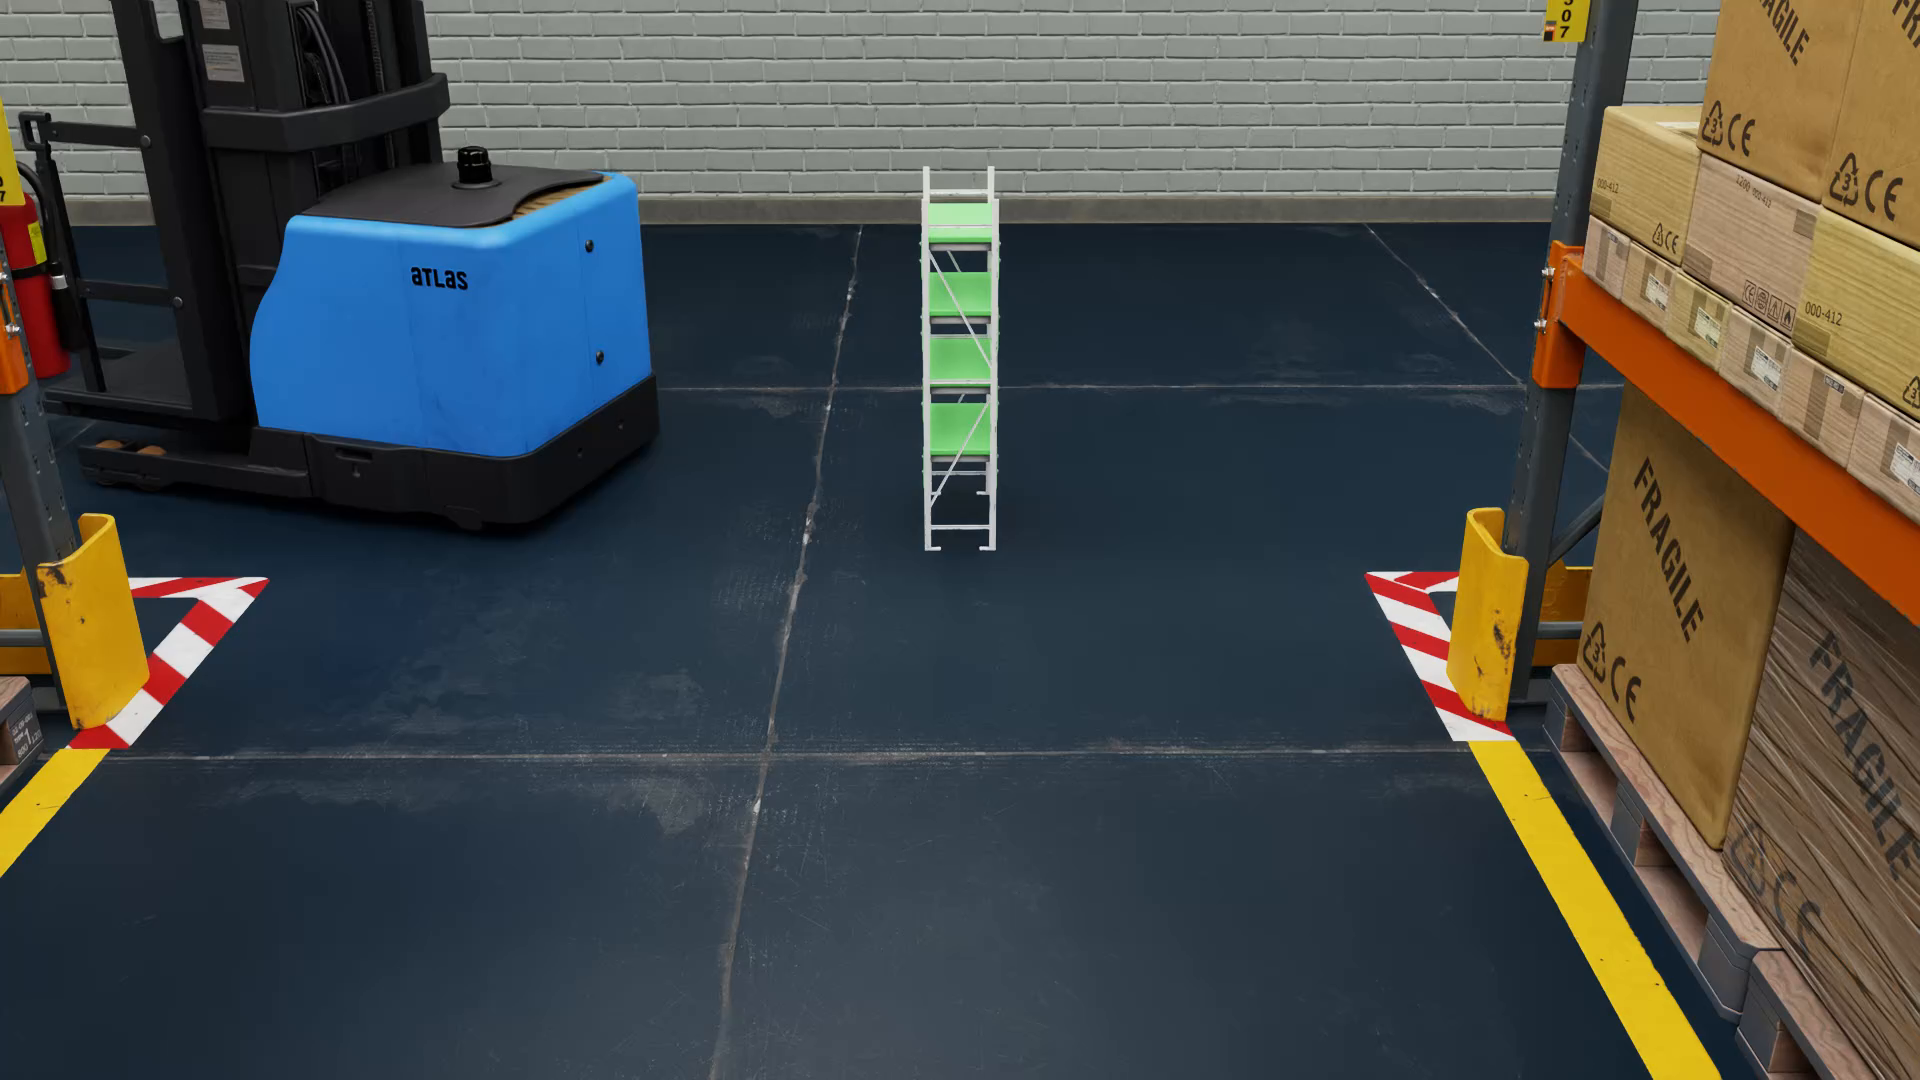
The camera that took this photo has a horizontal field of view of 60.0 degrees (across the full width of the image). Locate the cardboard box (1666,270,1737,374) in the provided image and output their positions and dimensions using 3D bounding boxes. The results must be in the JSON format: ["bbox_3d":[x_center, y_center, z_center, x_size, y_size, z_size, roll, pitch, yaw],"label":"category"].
[{"bbox_3d":[1.697,-0.451,3.412,0.380,0.149,0.250,-1,24,-2],"label":"cardboard box"}]

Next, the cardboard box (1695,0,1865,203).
[{"bbox_3d":[1.756,-0.928,3.074,0.500,0.500,0.500,-1,24,-2],"label":"cardboard box"}]

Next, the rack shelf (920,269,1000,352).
[{"bbox_3d":[-0.002,-0.775,5.581,0.258,0.148,0.480,0,24,-1],"label":"rack shelf"}]

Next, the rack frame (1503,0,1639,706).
[{"bbox_3d":[2.016,-0.924,4.154,1.000,3.000,0.127,0,24,-1],"label":"rack frame"}]

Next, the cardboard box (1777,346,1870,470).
[{"bbox_3d":[1.703,-0.239,2.943,0.380,0.149,0.250,-1,24,-2],"label":"cardboard box"}]

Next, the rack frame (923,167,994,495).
[{"bbox_3d":[-0.004,-0.715,5.876,0.240,1.200,0.015,0,24,-1],"label":"rack frame"}]

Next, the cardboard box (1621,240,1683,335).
[{"bbox_3d":[1.694,-0.557,3.645,0.380,0.149,0.250,-1,24,-1],"label":"cardboard box"}]

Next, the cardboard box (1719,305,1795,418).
[{"bbox_3d":[1.701,-0.344,3.174,0.380,0.149,0.250,-1,24,-1],"label":"cardboard box"}]

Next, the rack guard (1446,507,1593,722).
[{"bbox_3d":[2.015,0.205,4.691,1.175,0.500,0.348,0,24,-1],"label":"rack guard"}]

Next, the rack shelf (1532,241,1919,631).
[{"bbox_3d":[2.038,0.227,2.480,1.077,0.370,4.000,0,24,-1],"label":"rack shelf"}]

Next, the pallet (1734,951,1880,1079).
[{"bbox_3d":[2.113,1.177,2.892,1.003,0.211,1.213,0,24,-1],"label":"pallet"}]

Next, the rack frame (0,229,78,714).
[{"bbox_3d":[-2.937,-0.902,4.105,1.000,3.000,0.127,0,24,-1],"label":"rack frame"}]

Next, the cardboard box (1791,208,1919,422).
[{"bbox_3d":[1.765,-0.371,2.752,0.500,0.250,0.500,-1,24,-2],"label":"cardboard box"}]

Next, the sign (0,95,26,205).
[{"bbox_3d":[-2.387,-0.986,4.091,0.100,0.325,0.005,0,24,-1],"label":"sign"}]

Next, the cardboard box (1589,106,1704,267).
[{"bbox_3d":[1.751,-0.793,3.684,0.500,0.250,0.500,-1,24,-2],"label":"cardboard box"}]

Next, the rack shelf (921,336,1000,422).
[{"bbox_3d":[-0.002,-0.557,5.680,0.258,0.148,0.480,0,24,-1],"label":"rack shelf"}]

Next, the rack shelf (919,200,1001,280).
[{"bbox_3d":[-0.002,-0.994,5.482,0.258,0.148,0.480,0,24,-1],"label":"rack shelf"}]

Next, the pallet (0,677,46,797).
[{"bbox_3d":[-2.967,0.708,3.928,1.003,0.211,1.213,0,24,-1],"label":"pallet"}]

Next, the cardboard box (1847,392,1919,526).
[{"bbox_3d":[1.706,-0.132,2.708,0.380,0.149,0.250,-1,24,-1],"label":"cardboard box"}]

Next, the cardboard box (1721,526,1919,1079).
[{"bbox_3d":[2.113,0.491,3.094,0.875,0.875,0.875,0,24,-1],"label":"cardboard box"}]

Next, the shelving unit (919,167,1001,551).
[{"bbox_3d":[-0.002,-0.615,5.654,0.258,1.200,0.503,0,24,-1],"label":"shelving unit"}]

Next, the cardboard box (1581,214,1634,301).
[{"bbox_3d":[1.690,-0.662,3.879,0.380,0.149,0.250,0,24,0],"label":"cardboard box"}]

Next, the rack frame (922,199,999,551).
[{"bbox_3d":[0.001,-0.514,5.431,0.240,1.200,0.015,0,24,-1],"label":"rack frame"}]

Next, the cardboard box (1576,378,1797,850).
[{"bbox_3d":[2.103,0.116,3.923,0.875,0.875,0.875,0,24,-1],"label":"cardboard box"}]

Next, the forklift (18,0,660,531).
[{"bbox_3d":[-2.750,-1.711,5.977,3.031,2.935,1.130,8,25,16],"label":"forklift"}]

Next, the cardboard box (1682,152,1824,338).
[{"bbox_3d":[1.763,-0.578,3.210,0.500,0.250,0.500,-1,24,-1],"label":"cardboard box"}]

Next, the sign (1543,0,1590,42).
[{"bbox_3d":[1.461,-1.355,3.959,0.100,0.325,0.005,0,24,-1],"label":"sign"}]

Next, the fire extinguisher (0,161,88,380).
[{"bbox_3d":[-2.484,-0.761,4.340,0.296,0.674,0.183,0,24,-1],"label":"fire extinguisher"}]

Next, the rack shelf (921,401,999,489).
[{"bbox_3d":[-0.002,-0.338,5.779,0.258,0.148,0.480,0,24,-1],"label":"rack shelf"}]

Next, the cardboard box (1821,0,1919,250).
[{"bbox_3d":[1.768,-0.715,2.602,0.500,0.500,0.500,-1,24,-2],"label":"cardboard box"}]

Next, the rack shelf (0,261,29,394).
[{"bbox_3d":[-2.915,0.250,2.431,1.077,0.370,4.000,0,24,-1],"label":"rack shelf"}]

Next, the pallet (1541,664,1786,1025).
[{"bbox_3d":[2.103,0.675,4.001,1.003,0.211,1.213,0,24,-1],"label":"pallet"}]

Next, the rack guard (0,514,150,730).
[{"bbox_3d":[-2.950,0.227,4.642,1.175,0.500,0.348,0,24,-1],"label":"rack guard"}]
